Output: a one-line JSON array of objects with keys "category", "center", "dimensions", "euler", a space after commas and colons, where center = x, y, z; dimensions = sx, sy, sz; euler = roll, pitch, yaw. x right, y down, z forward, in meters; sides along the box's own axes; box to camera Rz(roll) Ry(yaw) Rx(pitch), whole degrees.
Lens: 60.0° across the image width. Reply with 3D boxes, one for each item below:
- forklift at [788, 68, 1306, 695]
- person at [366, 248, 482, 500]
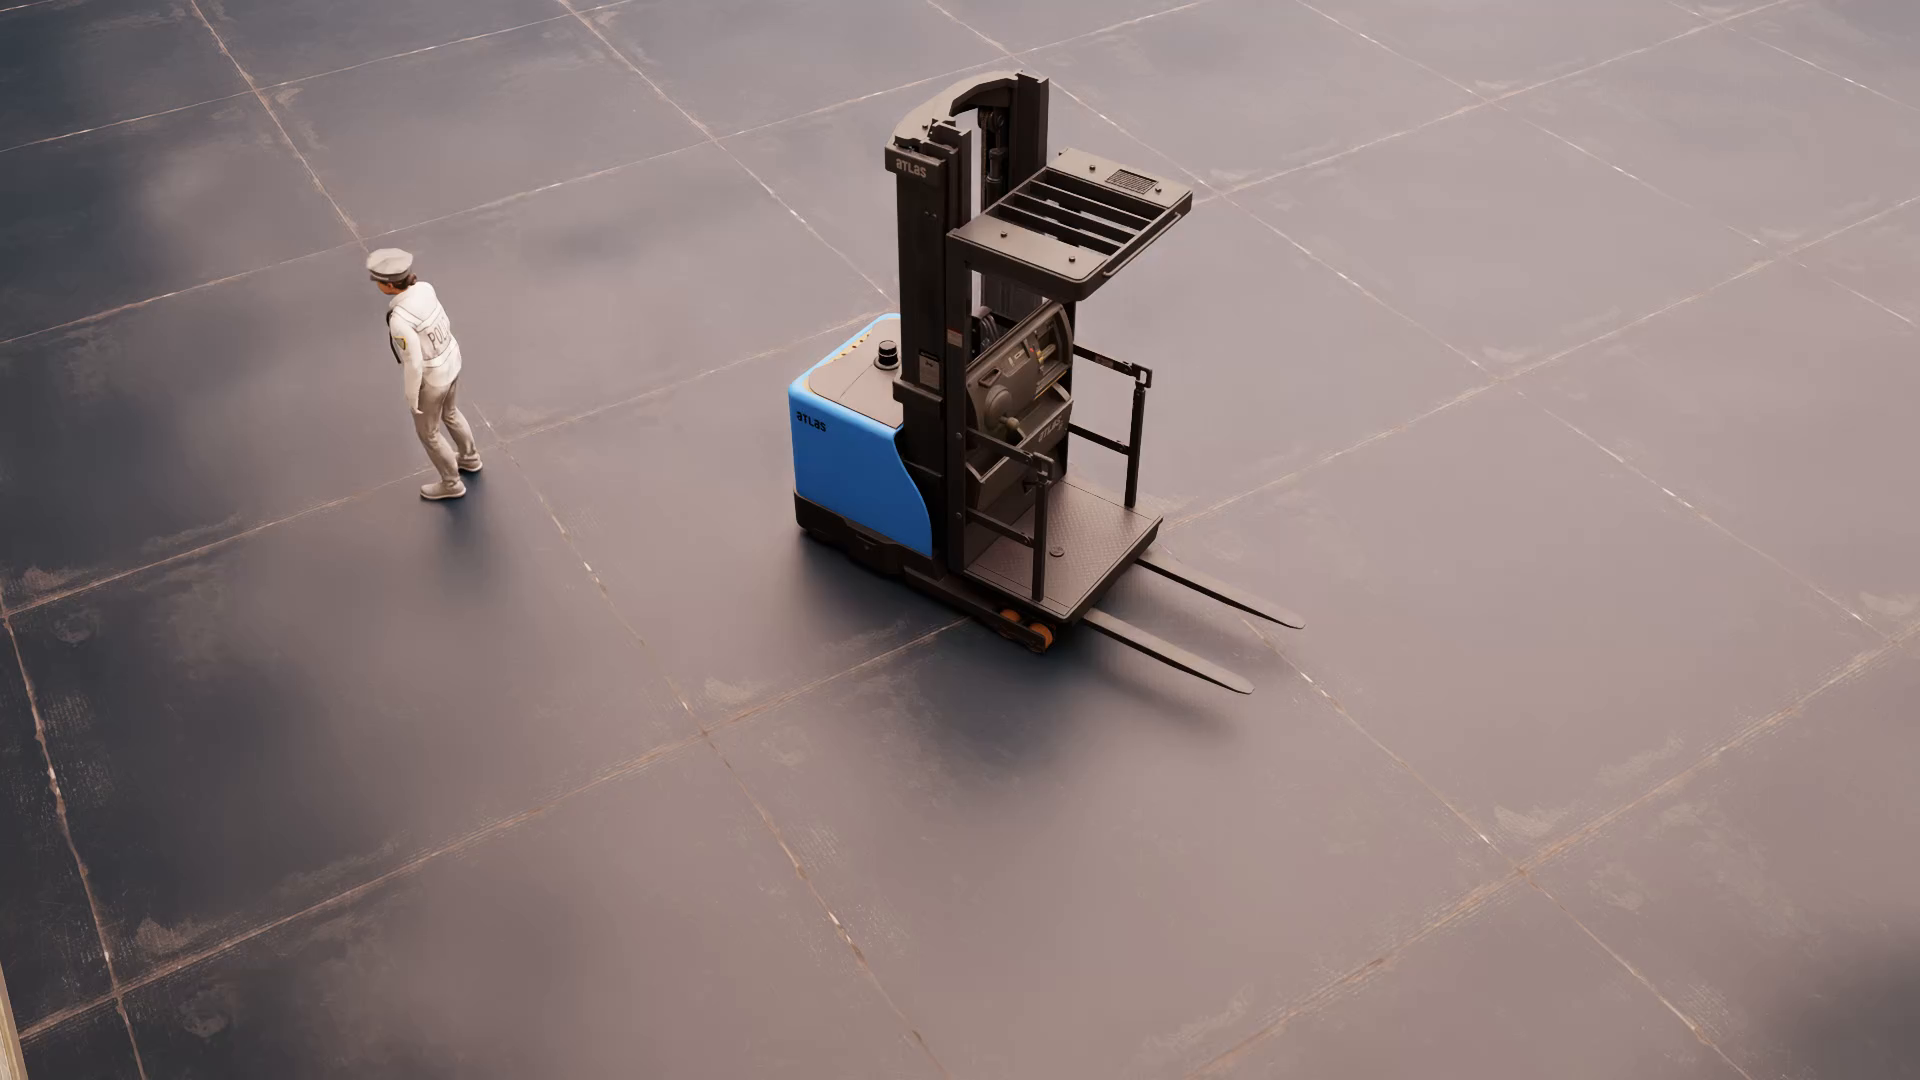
[{"category": "forklift", "center": [0.496, -0.872, 8.869], "dimensions": [3.031, 2.935, 1.130], "euler": [25, 47, 26]}, {"category": "person", "center": [-3.186, -0.986, 9.966], "dimensions": [0.373, 1.663, 0.529], "euler": [6, 42, 7]}]
